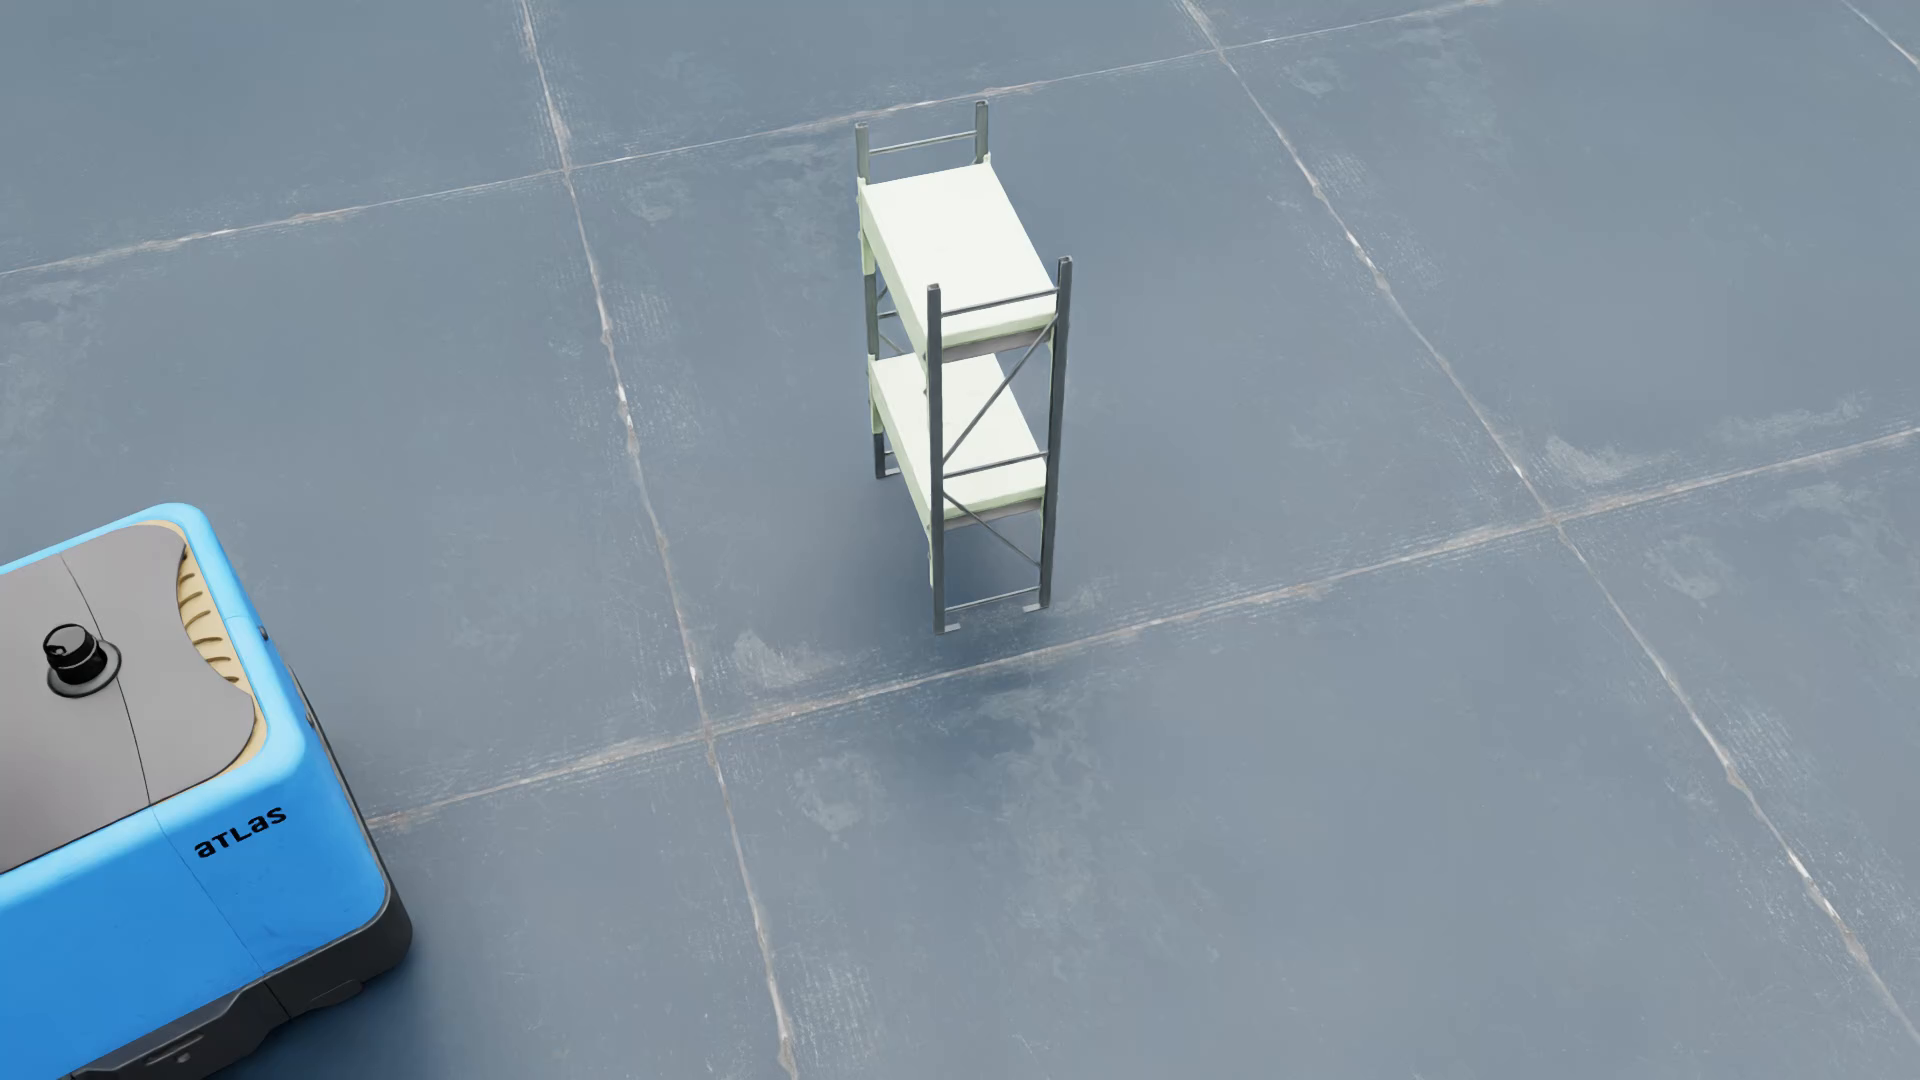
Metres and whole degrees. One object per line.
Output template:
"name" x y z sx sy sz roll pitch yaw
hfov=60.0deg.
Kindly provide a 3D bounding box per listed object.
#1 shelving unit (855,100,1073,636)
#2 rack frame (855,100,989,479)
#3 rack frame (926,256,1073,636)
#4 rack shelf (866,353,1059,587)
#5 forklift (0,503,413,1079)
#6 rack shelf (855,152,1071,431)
"shelving unit" -0.002 -0.488 5.181 0.431 1.500 0.755 -13 51 -11
"rack frame" -0.110 -0.756 5.406 0.400 1.500 0.023 -13 51 -11
"rack frame" 0.106 -0.221 4.955 0.400 1.500 0.023 -13 51 -11
"rack shelf" -0.002 -0.278 5.430 0.431 0.370 0.720 -13 51 -11
"forklift" -3.070 0.537 3.381 3.031 2.935 1.130 -26 55 -20
"rack shelf" -0.002 -0.740 4.882 0.431 0.370 0.720 -13 51 -11
